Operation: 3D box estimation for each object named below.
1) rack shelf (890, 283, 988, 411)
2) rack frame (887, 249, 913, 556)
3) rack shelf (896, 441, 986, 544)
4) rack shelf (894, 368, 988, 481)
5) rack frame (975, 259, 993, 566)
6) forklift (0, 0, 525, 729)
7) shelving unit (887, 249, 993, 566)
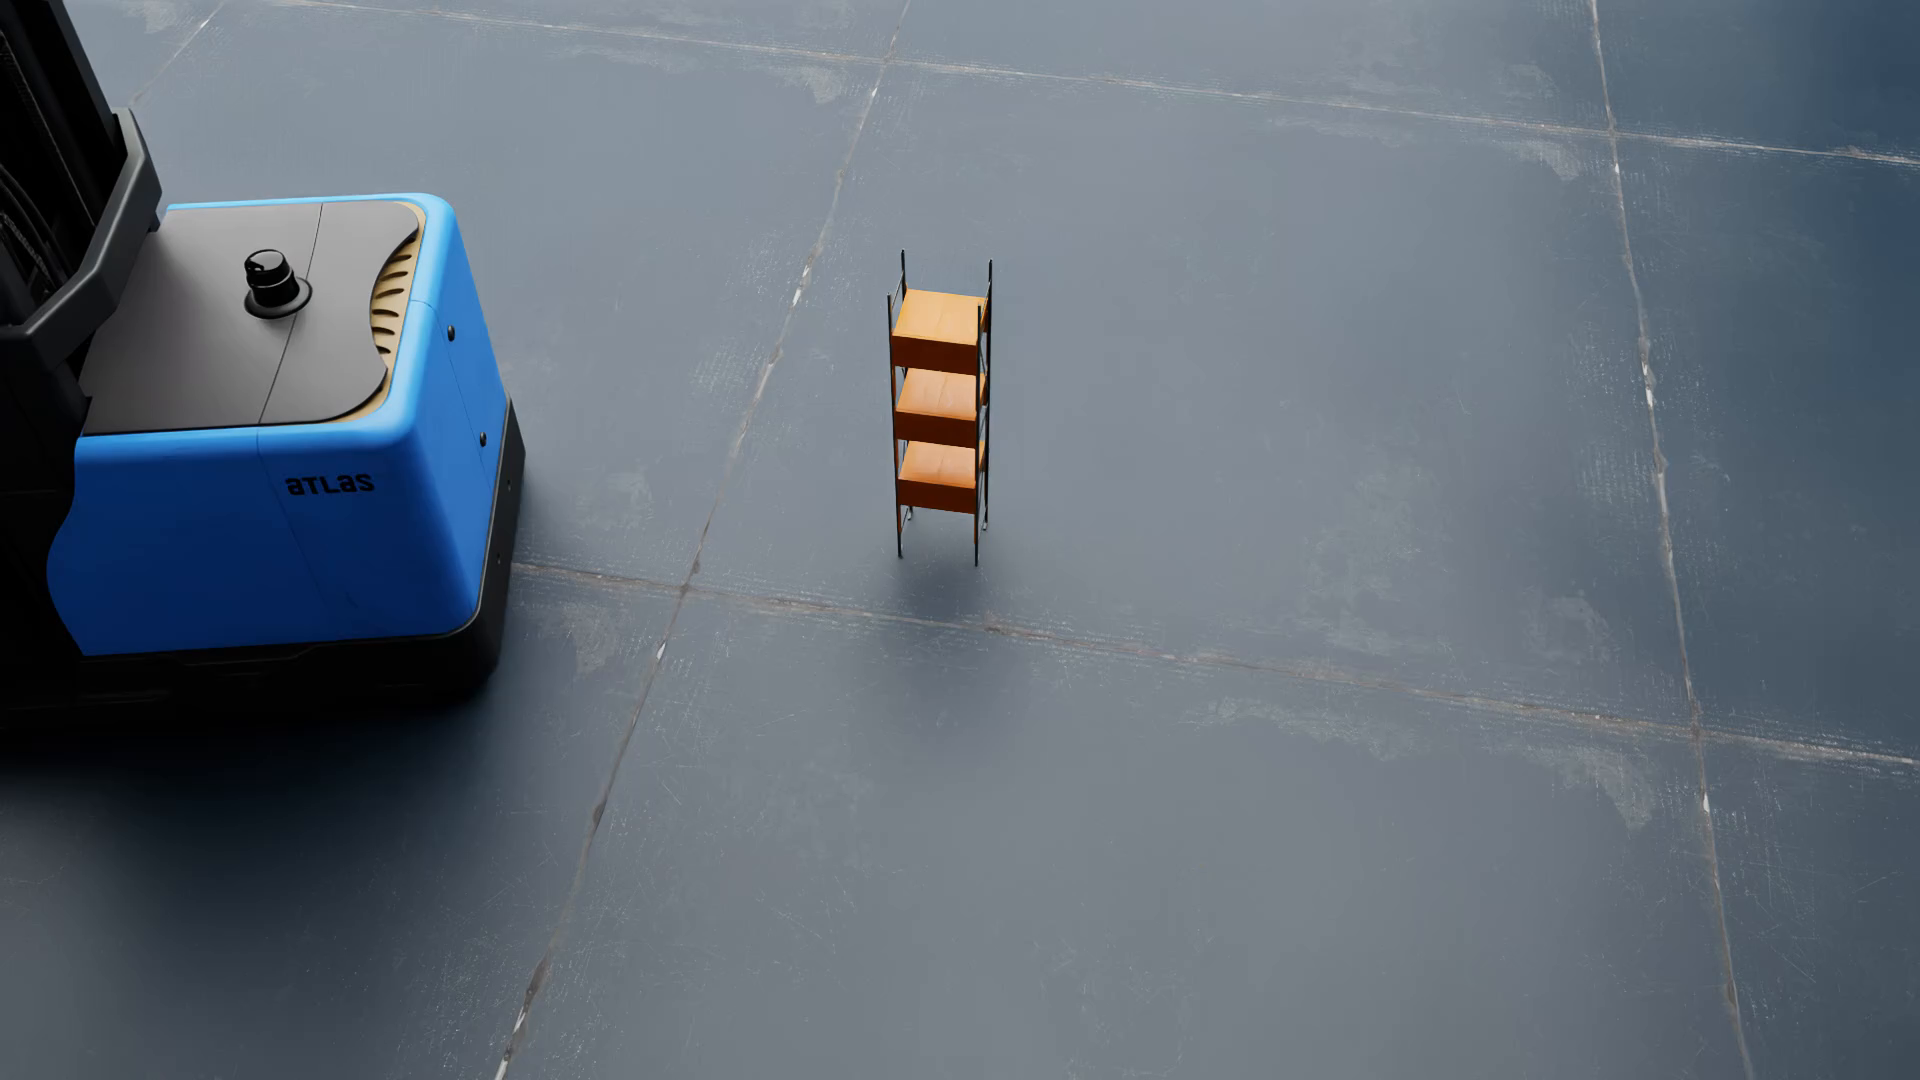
[{"bbox_3d":[-0.053,-0.541,4.663,0.240,0.259,0.215,8,49,7],"label":"rack shelf"},{"bbox_3d":[-0.173,-0.374,4.880,0.008,1.050,0.200,8,49,7],"label":"rack frame"},{"bbox_3d":[-0.053,-0.165,5.080,0.240,0.259,0.215,8,49,7],"label":"rack shelf"},{"bbox_3d":[-0.053,-0.351,4.874,0.240,0.259,0.215,8,49,7],"label":"rack shelf"},{"bbox_3d":[0.067,-0.342,4.851,0.008,1.050,0.200,8,49,7],"label":"rack frame"},{"bbox_3d":[-2.888,-0.806,4.004,3.031,2.935,1.130,-3,48,-3],"label":"forklift"},{"bbox_3d":[-0.053,-0.358,4.866,0.252,1.050,0.215,8,49,7],"label":"shelving unit"}]
